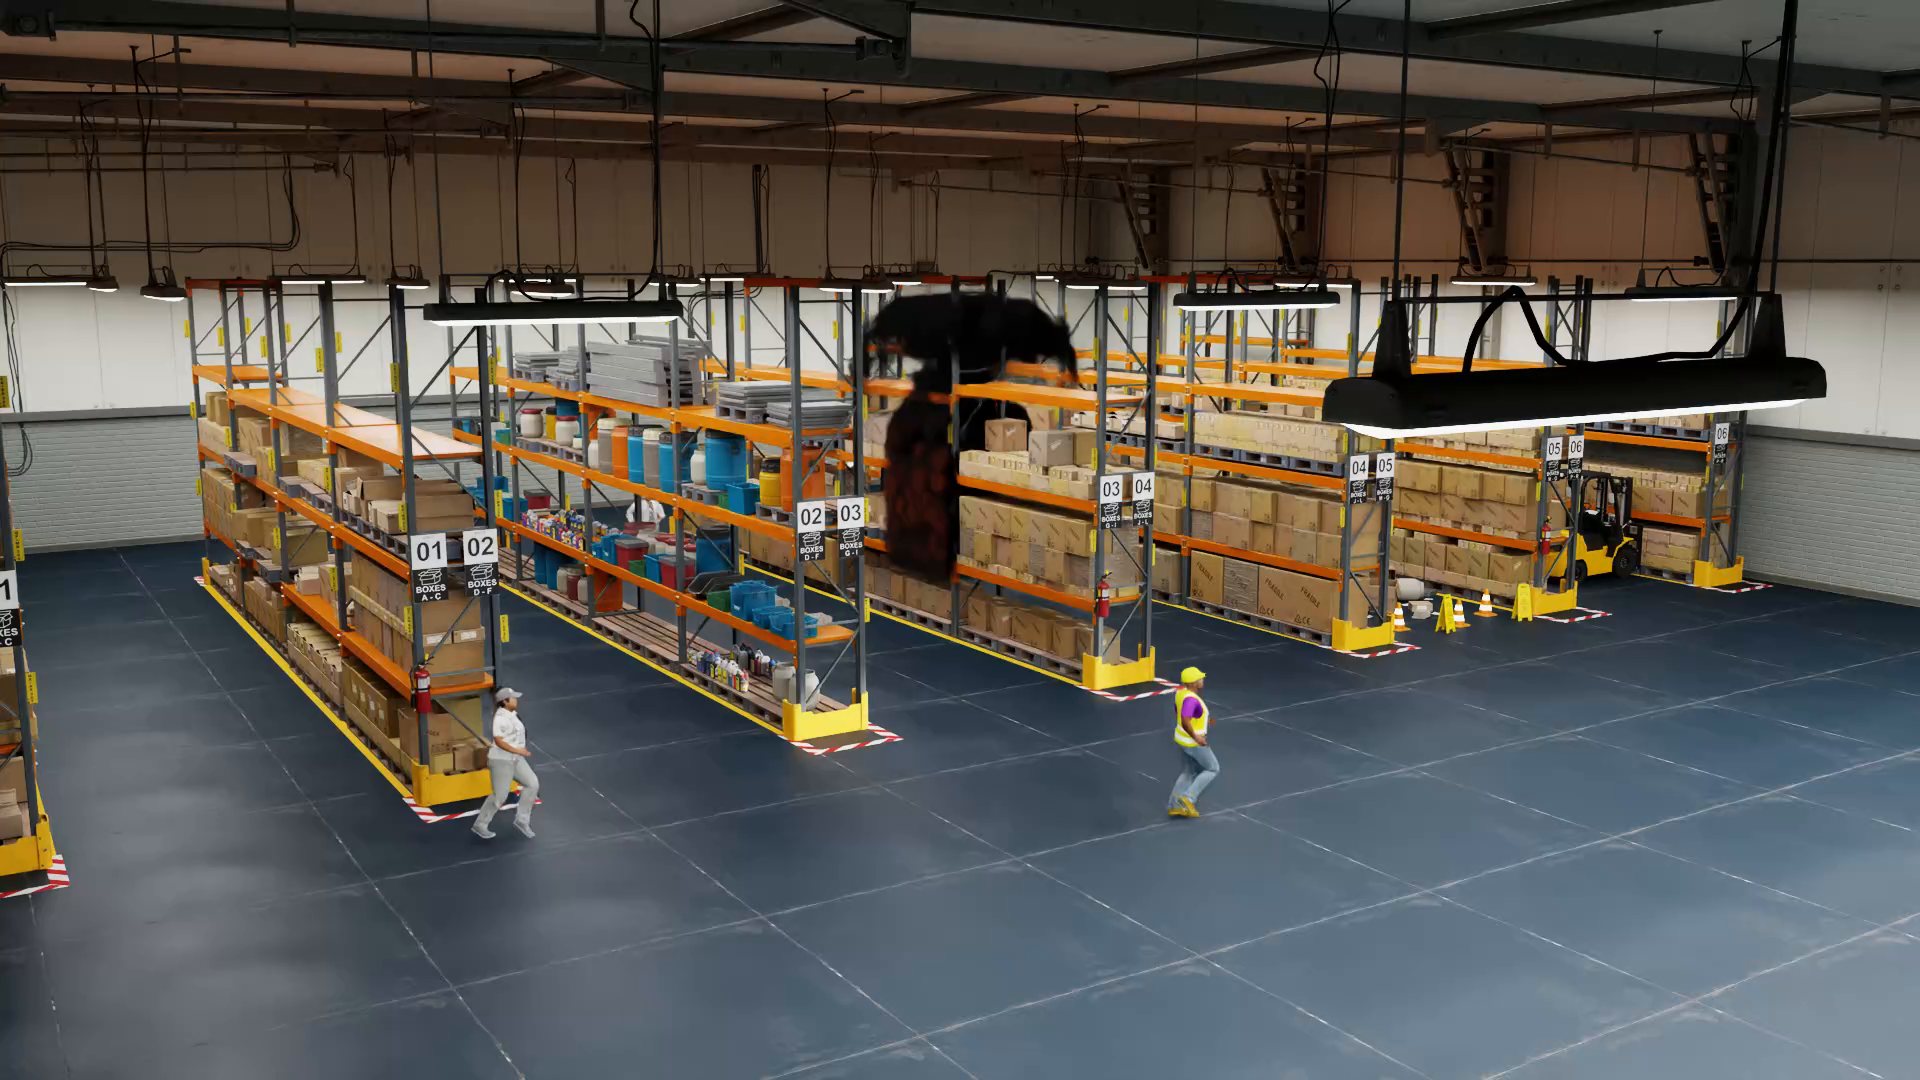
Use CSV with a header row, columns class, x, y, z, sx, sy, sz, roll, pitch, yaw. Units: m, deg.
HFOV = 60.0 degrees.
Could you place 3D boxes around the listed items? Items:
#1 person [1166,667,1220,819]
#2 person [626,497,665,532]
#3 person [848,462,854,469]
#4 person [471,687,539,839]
class,x,y,z,sx,sy,sz,roll,pitch,yaw
person,2.688,2.310,19.015,0.654,1.742,0.675,-2,10,-14
person,-6.264,-0.094,33.459,0.672,1.777,0.836,-8,13,-41
person,-2.555,-0.967,38.641,0.687,1.722,0.560,-6,11,-30
person,-5.045,2.475,18.461,0.694,1.686,0.688,0,10,0
